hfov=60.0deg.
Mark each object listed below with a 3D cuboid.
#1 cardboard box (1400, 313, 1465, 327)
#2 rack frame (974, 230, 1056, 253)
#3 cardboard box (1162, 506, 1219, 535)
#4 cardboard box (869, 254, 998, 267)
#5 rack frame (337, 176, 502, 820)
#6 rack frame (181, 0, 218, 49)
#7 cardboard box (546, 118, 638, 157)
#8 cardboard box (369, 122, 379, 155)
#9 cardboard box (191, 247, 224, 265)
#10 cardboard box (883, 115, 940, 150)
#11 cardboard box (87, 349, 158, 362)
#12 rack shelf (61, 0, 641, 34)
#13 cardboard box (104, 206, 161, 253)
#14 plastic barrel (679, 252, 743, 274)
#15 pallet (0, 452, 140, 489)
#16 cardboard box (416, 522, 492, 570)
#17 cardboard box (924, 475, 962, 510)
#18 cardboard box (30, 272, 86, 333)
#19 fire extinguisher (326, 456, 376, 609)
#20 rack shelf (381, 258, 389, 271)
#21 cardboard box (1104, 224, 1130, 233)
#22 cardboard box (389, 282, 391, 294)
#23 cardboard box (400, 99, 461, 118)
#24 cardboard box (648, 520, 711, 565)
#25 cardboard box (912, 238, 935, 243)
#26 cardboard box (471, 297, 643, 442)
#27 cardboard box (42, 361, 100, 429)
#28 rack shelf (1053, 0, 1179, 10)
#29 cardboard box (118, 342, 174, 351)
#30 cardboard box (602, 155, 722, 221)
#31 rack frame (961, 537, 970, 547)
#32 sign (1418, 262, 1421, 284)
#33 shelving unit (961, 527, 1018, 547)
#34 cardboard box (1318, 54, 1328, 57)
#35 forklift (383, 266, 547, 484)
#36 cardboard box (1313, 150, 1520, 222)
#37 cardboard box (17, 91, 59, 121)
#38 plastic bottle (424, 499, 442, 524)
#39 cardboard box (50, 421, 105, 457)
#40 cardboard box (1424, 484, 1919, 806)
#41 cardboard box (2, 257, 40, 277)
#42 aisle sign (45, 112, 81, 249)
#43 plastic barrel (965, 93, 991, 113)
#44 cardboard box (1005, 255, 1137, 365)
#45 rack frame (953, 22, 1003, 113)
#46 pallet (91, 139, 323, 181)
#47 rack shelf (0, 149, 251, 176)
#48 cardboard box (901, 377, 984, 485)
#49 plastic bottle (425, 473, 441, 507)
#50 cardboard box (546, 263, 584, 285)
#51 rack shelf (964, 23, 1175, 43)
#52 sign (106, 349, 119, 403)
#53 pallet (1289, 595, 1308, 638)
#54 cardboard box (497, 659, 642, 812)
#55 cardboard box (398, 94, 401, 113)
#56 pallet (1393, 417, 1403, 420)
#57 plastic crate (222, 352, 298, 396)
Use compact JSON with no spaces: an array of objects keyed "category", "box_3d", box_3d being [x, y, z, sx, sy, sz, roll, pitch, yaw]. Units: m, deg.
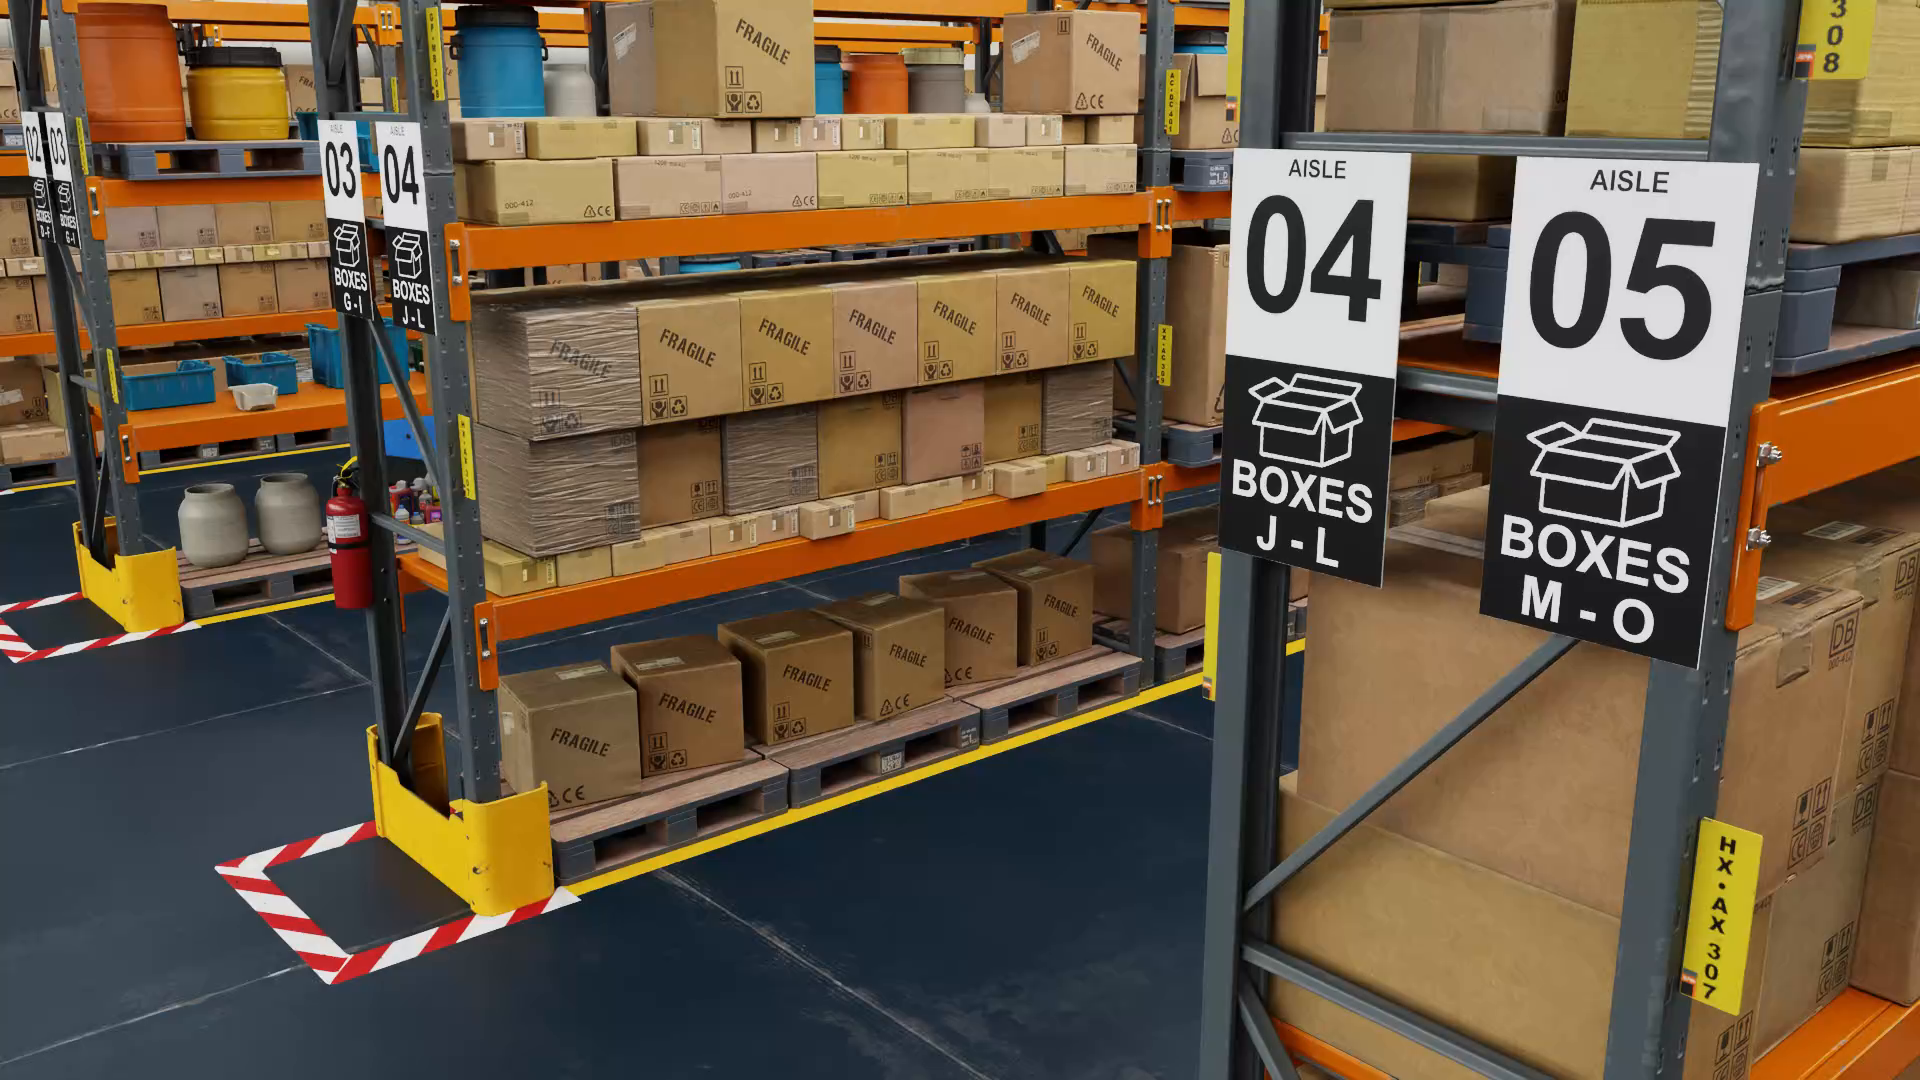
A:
[{"category":"cardboard box","box_3d":[3.023,-1.402,11.181,0.500,0.500,0.700,-9,18,-31]},{"category":"rack frame","box_3d":[0.508,-2.329,15.656,0.127,3.000,1.000,-13,19,-39]},{"category":"cardboard box","box_3d":[1.591,0.131,10.438,0.500,0.500,0.700,-13,20,-40]},{"category":"cardboard box","box_3d":[-0.141,-1.250,8.911,0.500,0.500,0.500,-13,19,-39]},{"category":"rack frame","box_3d":[-2.276,-0.009,6.973,0.127,3.000,1.000,-13,19,-39]},{"category":"rack frame","box_3d":[-9.013,-6.478,19.566,0.127,3.000,1.000,-13,19,-39]},{"category":"cardboard box","box_3d":[-1.547,-1.672,6.903,0.250,0.149,0.380,-13,20,-40]},{"category":"cardboard box","box_3d":[-2.271,-1.687,6.957,0.250,0.149,0.380,-13,19,-39]},{"category":"cardboard box","box_3d":[-6.980,-2.630,15.332,0.250,0.149,0.380,-12,19,-38]},{"category":"cardboard box","box_3d":[-0.304,-1.921,7.834,0.250,0.149,0.380,-12,19,-37]},{"category":"cardboard box","box_3d":[-7.822,-1.496,15.601,0.500,0.500,0.500,-13,19,-39]},{"category":"rack shelf","box_3d":[-4.018,-3.670,11.221,4.000,0.370,1.077,-13,19,-39]},{"category":"cardboard box","box_3d":[-7.602,-2.875,14.993,0.500,0.500,0.700,-13,19,-39]},{"category":"plastic barrel","box_3d":[-2.019,-1.900,13.079,0.708,0.901,0.600,-13,19,-39]},{"category":"pallet","box_3d":[-8.226,-0.729,15.070,1.213,0.211,1.003,-13,19,-39]},{"category":"cardboard box","box_3d":[-2.196,0.024,7.336,0.250,0.149,0.380,-13,19,-39]},{"category":"cardboard box","box_3d":[-0.203,-0.270,8.435,0.250,0.149,0.380,-13,19,-39]},{"category":"cardboard box","box_3d":[-8.022,-2.153,14.805,0.500,0.500,0.700,-12,19,-38]},{"category":"fire extinguisher","box_3d":[-2.665,-0.042,7.246,0.183,0.674,0.296,-13,19,-39]},{"category":"rack shelf","box_3d":[-7.504,-3.571,21.701,4.000,0.370,1.077,-13,19,-39]},{"category":"cardboard box","box_3d":[1.986,-4.311,22.883,0.500,0.500,0.500,-13,20,-40]},{"category":"cardboard box","box_3d":[-7.360,-3.320,21.905,0.500,0.250,0.500,-13,20,-40]},{"category":"cardboard box","box_3d":[-5.287,-4.298,16.694,0.500,0.250,0.500,-10,18,-34]},{"category":"cardboard box","box_3d":[-1.330,-0.014,7.478,0.250,0.149,0.380,-13,19,-39]},{"category":"cardboard box","box_3d":[-0.704,-4.057,21.118,0.500,0.500,0.700,-9,17,-31]},{"category":"cardboard box","box_3d":[-1.682,-0.725,6.942,0.500,0.500,0.500,-13,19,-39]},{"category":"cardboard box","box_3d":[-7.849,-1.308,14.895,0.500,0.500,0.500,-13,19,-39]},{"category":"rack shelf","box_3d":[2.251,-3.383,10.148,4.000,0.370,1.077,-13,19,-39]},{"category":"cardboard box","box_3d":[-9.770,-2.401,19.918,0.500,0.500,0.500,14,21,43]},{"category":"cardboard box","box_3d":[-1.357,-1.506,7.054,0.500,0.250,0.500,-13,20,-41]},{"category":"rack frame","box_3d":[-0.059,-1.001,12.429,0.015,2.100,0.400,-13,19,-39]},{"category":"sign","box_3d":[3.393,-2.031,12.299,0.005,0.325,0.100,-13,19,-39]},{"category":"shelving unit","box_3d":[0.125,-1.042,12.584,0.503,2.100,0.431,-13,19,-39]},{"category":"cardboard box","box_3d":[2.476,-2.902,10.828,0.500,0.500,0.500,-13,20,-41]},{"category":"forklift","box_3d":[-4.028,-2.161,15.160,1.130,2.935,3.031,8,17,27]},{"category":"cardboard box","box_3d":[0.932,-0.728,3.330,0.250,0.149,0.380,-13,20,-39]},{"category":"cardboard box","box_3d":[-8.080,-3.832,14.677,0.500,0.250,0.500,-13,19,-39]},{"category":"plastic bottle","box_3d":[-3.772,-0.155,11.929,0.133,0.283,0.061,-12,19,-38]},{"category":"cardboard box","box_3d":[-7.850,-0.946,14.993,0.500,0.250,0.500,-13,19,-39]},{"category":"cardboard box","box_3d":[1.564,0.213,3.758,0.550,0.550,0.875,-13,19,-39]},{"category":"cardboard box","box_3d":[-8.141,-2.370,14.360,0.250,0.149,0.380,-13,20,-41]},{"category":"aisle sign","box_3d":[-5.389,-2.160,9.988,0.004,0.787,0.394,-13,19,-39]},{"category":"plastic barrel","box_3d":[0.073,-3.839,15.281,0.421,0.512,0.421,0,15,0]},{"category":"cardboard box","box_3d":[0.583,-1.232,8.843,0.500,0.500,0.500,-13,19,-39]},{"category":"rack frame","box_3d":[0.277,-6.870,21.031,0.127,3.000,1.000,-13,19,-39]},{"category":"pallet","box_3d":[-4.839,-2.453,10.673,1.213,0.211,1.003,-13,19,-39]},{"category":"rack shelf","box_3d":[-7.267,-3.379,15.169,4.000,0.370,1.077,-13,19,-39]},{"category":"cardboard box","box_3d":[-0.350,-0.633,8.536,0.500,0.500,0.875,-13,19,-39]},{"category":"plastic bottle","box_3d":[-3.994,-0.393,12.688,0.185,0.351,0.144,-12,19,-37]},{"category":"cardboard box","box_3d":[-4.393,-2.965,17.846,0.500,0.500,0.500,-13,19,-39]},{"category":"rack shelf","box_3d":[1.786,-6.859,22.393,4.000,0.370,1.077,-13,19,-39]},{"category":"sign","box_3d":[-5.169,-0.999,10.143,0.005,0.325,0.100,-13,19,-39]},{"category":"pallet","box_3d":[2.249,0.320,11.142,1.213,0.211,1.003,-13,19,-39]},{"category":"cardboard box","box_3d":[-1.794,0.893,7.625,0.500,0.500,0.500,-9,17,-29]},{"category":"cardboard box","box_3d":[-7.034,-5.565,21.719,0.637,0.503,0.797,-9,18,-32]},{"category":"pallet","box_3d":[2.293,-0.929,10.786,1.213,0.211,1.003,-13,19,-39]},{"category":"plastic crate","box_3d":[-4.852,-1.154,11.545,0.408,0.251,0.499,-13,19,-39]}]
